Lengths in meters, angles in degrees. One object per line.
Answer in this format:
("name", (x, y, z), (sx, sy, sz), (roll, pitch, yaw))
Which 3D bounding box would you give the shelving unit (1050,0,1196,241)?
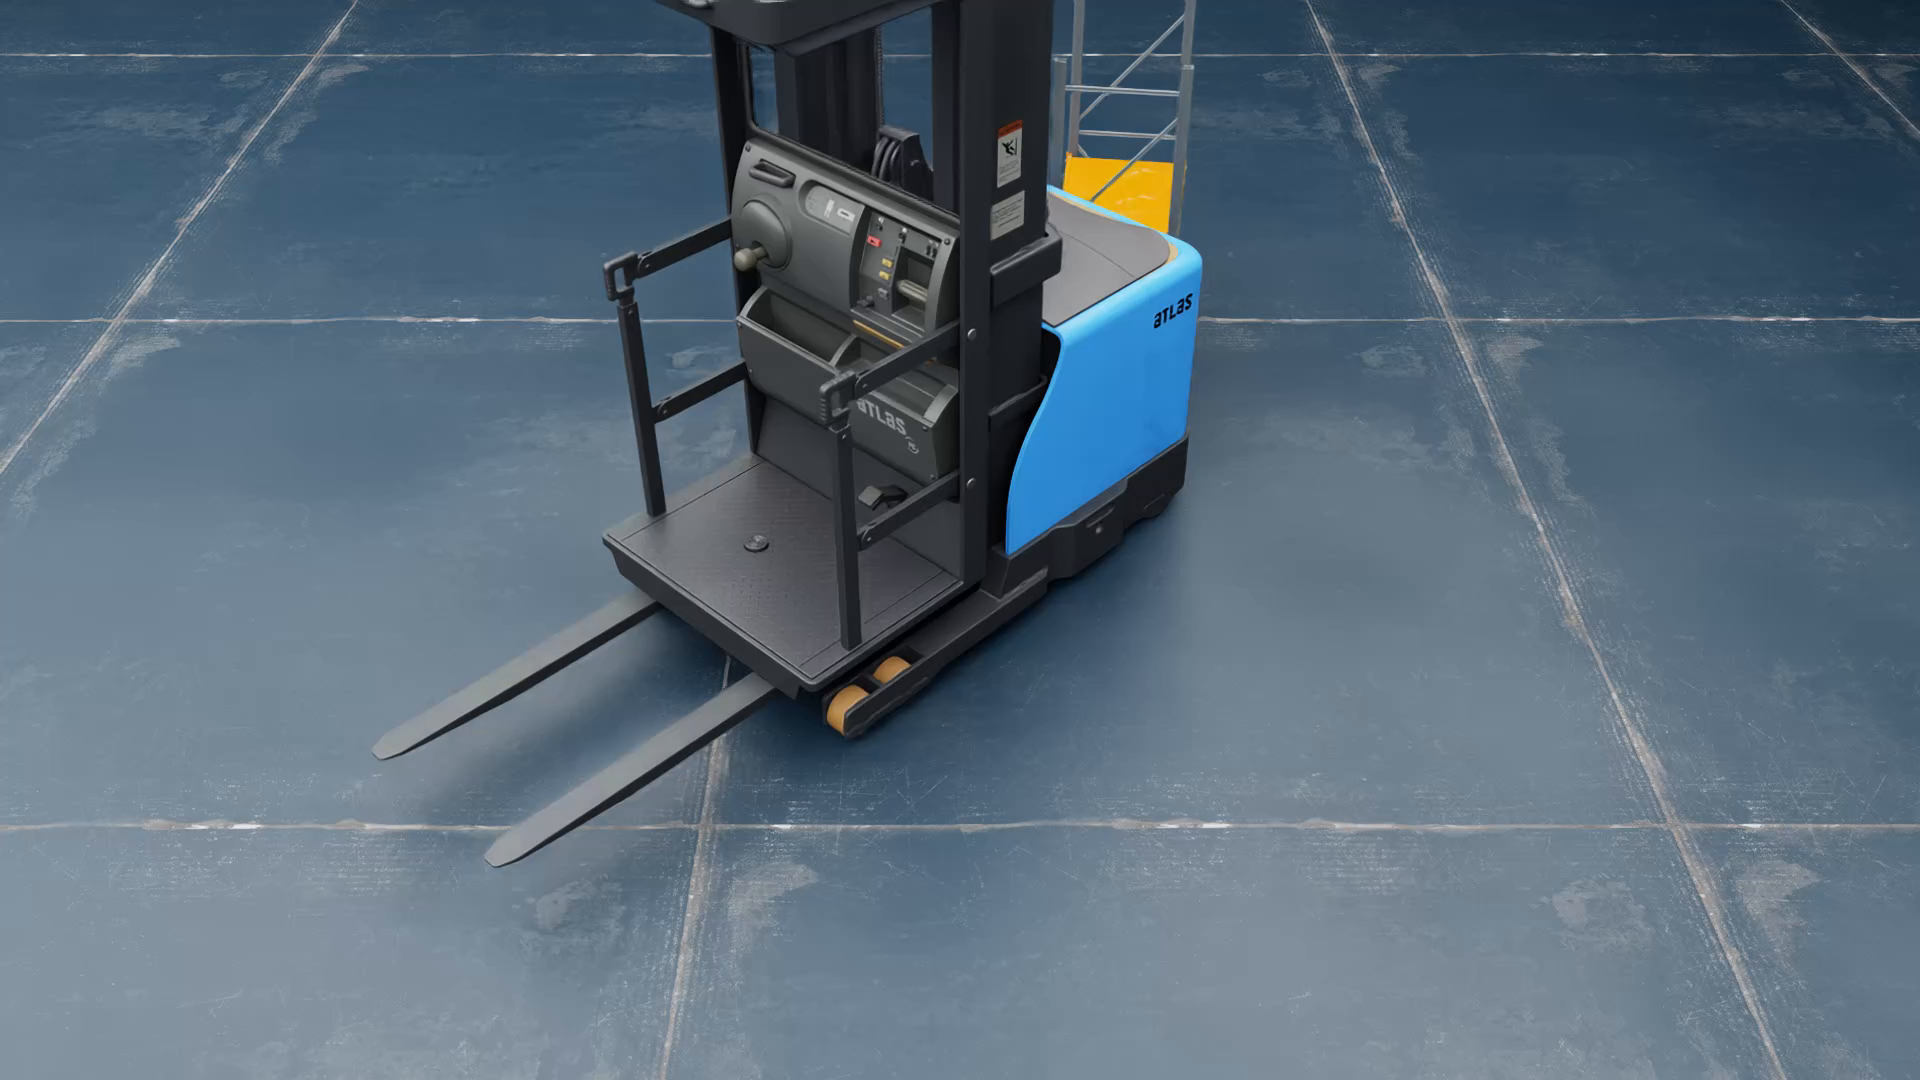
("shelving unit", (0.657, -1.442, 6.850), (0.587, 1.500, 1.083), (5, 39, 6))

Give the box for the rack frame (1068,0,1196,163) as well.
("rack frame", (0.725, -1.763, 7.251), (0.500, 1.500, 0.032), (5, 39, 6))

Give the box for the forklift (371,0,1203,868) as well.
("forklift", (-0.516, -0.864, 4.985), (1.130, 2.935, 3.031), (31, 48, 33))

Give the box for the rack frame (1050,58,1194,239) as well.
("rack frame", (0.592, -1.133, 6.464), (0.500, 1.500, 0.032), (5, 39, 6))

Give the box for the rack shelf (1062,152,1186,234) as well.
("rack shelf", (0.658, -1.308, 6.970), (0.538, 0.185, 1.000), (5, 39, 6))
